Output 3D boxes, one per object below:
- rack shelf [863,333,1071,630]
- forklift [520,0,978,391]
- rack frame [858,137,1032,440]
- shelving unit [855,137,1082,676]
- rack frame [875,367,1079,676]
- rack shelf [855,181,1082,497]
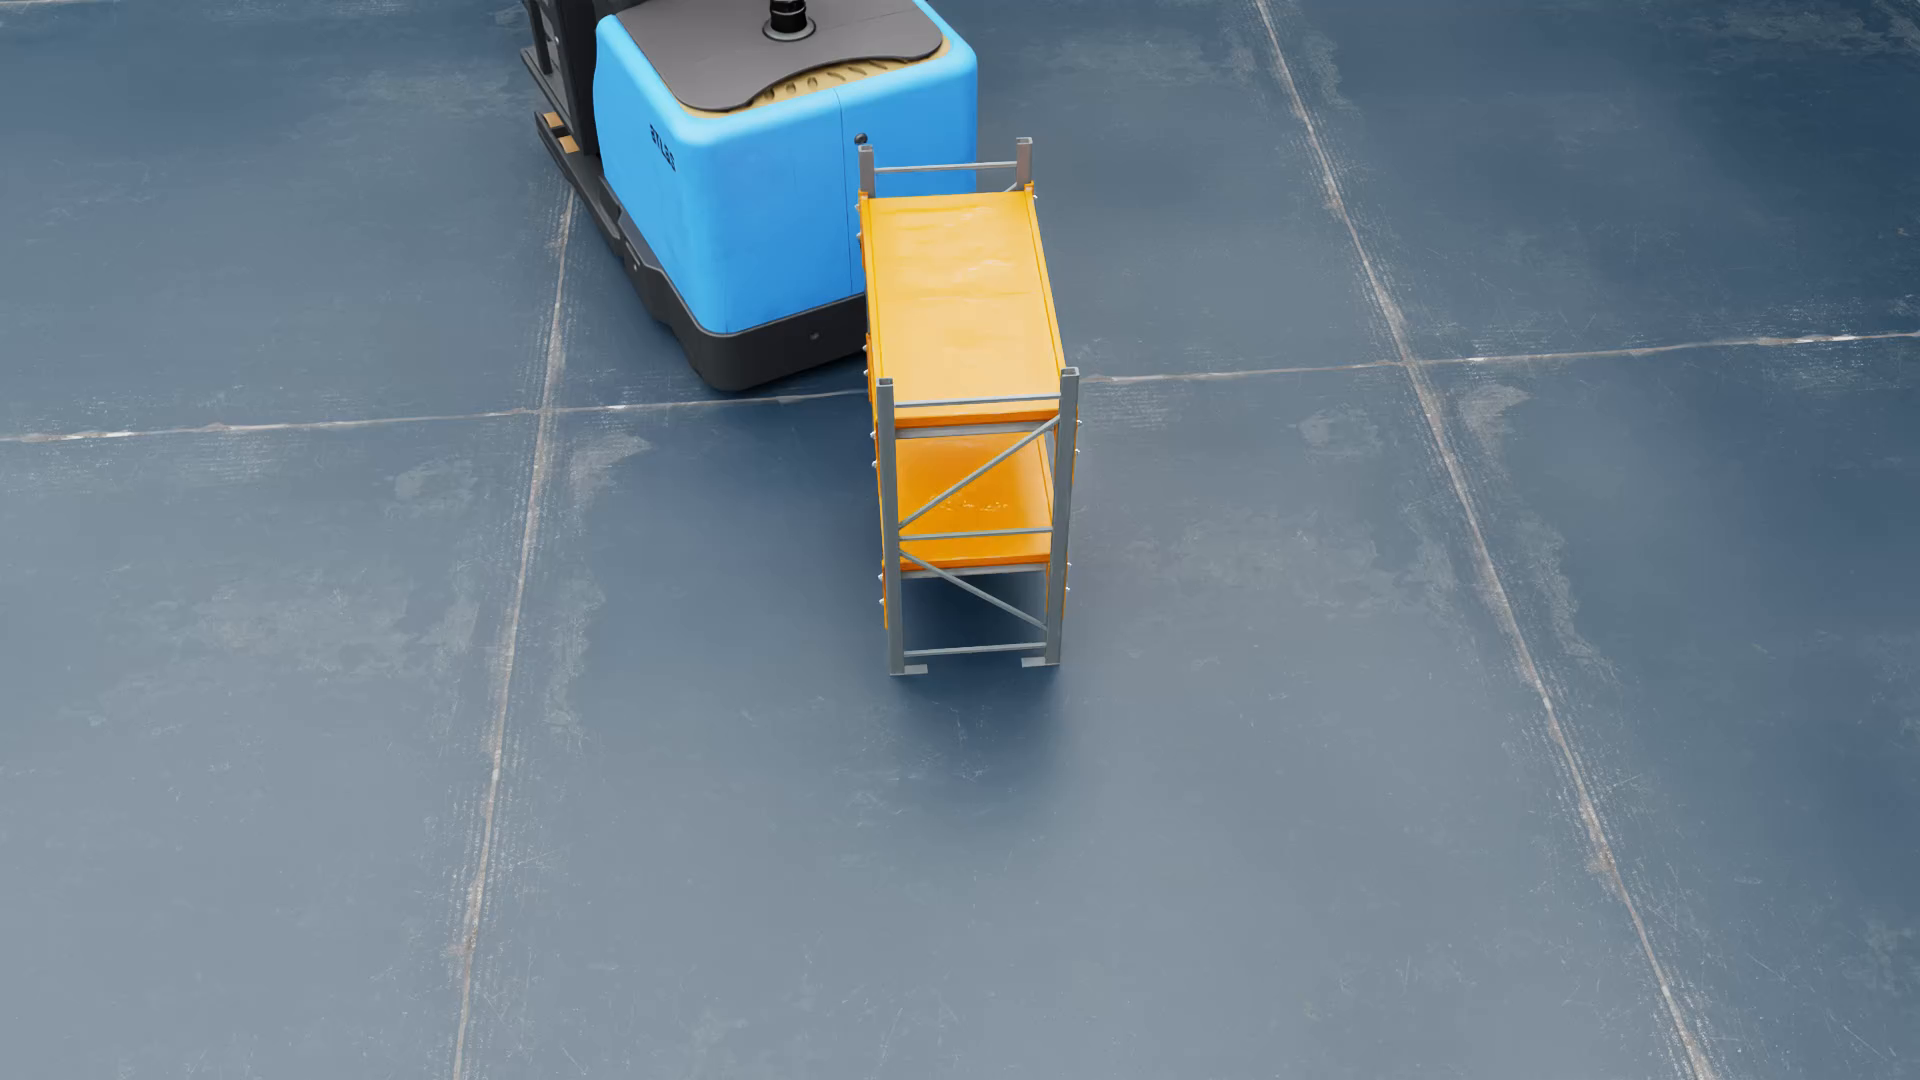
[{"bbox_3d":[0.001,-0.214,5.014,0.538,0.278,1.000,-3,47,-3],"label":"rack shelf"},{"bbox_3d":[-1.053,-2.585,5.680,1.130,2.935,3.031,-21,50,-18],"label":"forklift"},{"bbox_3d":[-0.042,-0.750,5.185,0.500,1.125,0.032,-3,47,-3],"label":"rack frame"},{"bbox_3d":[0.001,-0.382,4.837,0.538,1.125,1.048,-3,47,-3],"label":"shelving unit"},{"bbox_3d":[0.043,-0.014,4.489,0.500,1.125,0.032,-3,47,-3],"label":"rack frame"},{"bbox_3d":[0.001,-0.583,4.624,0.538,0.278,1.000,-3,47,-3],"label":"rack shelf"}]
